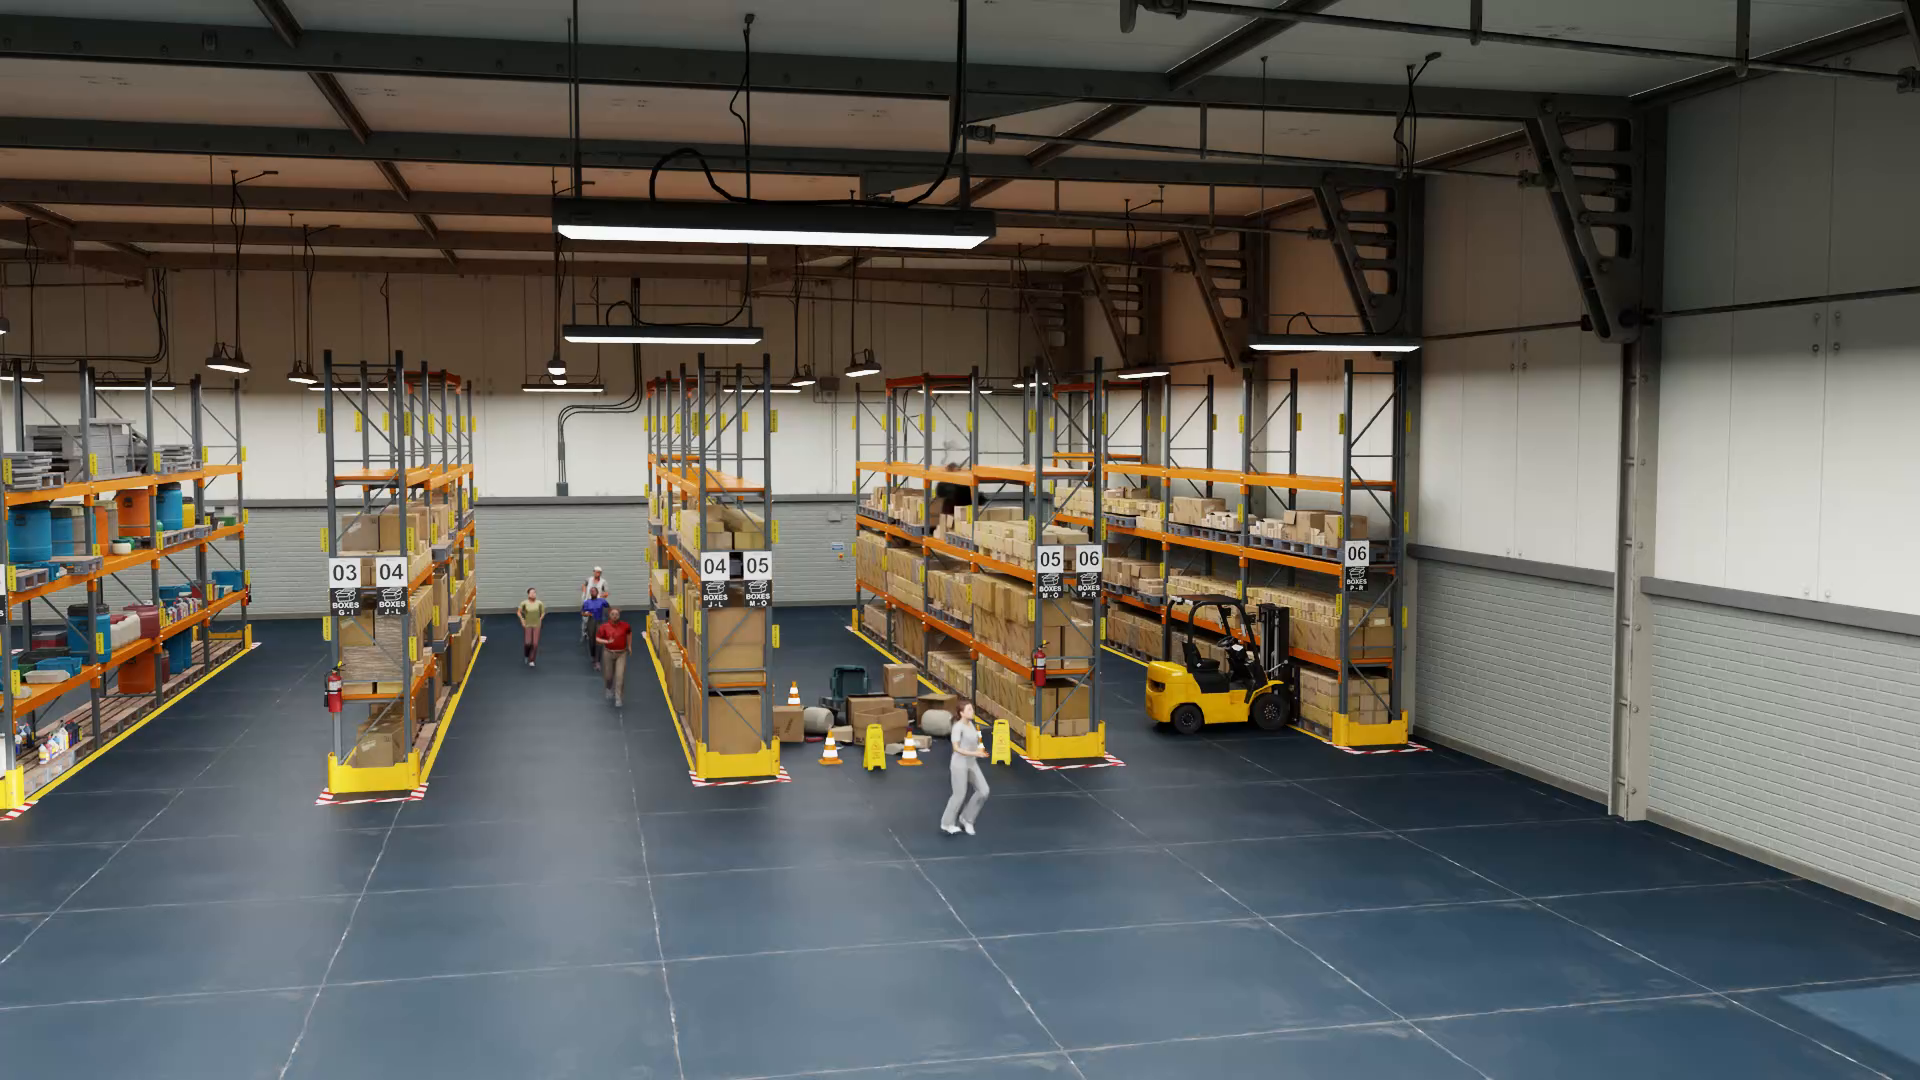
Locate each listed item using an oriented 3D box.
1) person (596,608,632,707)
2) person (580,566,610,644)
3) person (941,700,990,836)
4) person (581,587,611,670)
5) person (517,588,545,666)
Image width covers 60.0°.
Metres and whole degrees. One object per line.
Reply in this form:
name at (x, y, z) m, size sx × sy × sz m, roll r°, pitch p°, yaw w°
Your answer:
person at (-6.155, 2.064, 29.643) m, size 0.664 × 1.709 × 0.944 m, roll -1°, pitch 4°, yaw -17°
person at (-8.355, 1.483, 38.051) m, size 0.689 × 1.782 × 0.673 m, roll 0°, pitch 4°, yaw -5°
person at (0.074, 2.774, 20.203) m, size 0.681 × 1.686 × 0.578 m, roll 3°, pitch 5°, yaw 34°
person at (-7.502, 1.801, 34.254) m, size 0.583 × 1.648 × 0.935 m, roll 0°, pitch 4°, yaw -7°
person at (-8.827, 1.795, 34.313) m, size 0.556 × 1.626 × 0.523 m, roll -2°, pitch 4°, yaw -22°
